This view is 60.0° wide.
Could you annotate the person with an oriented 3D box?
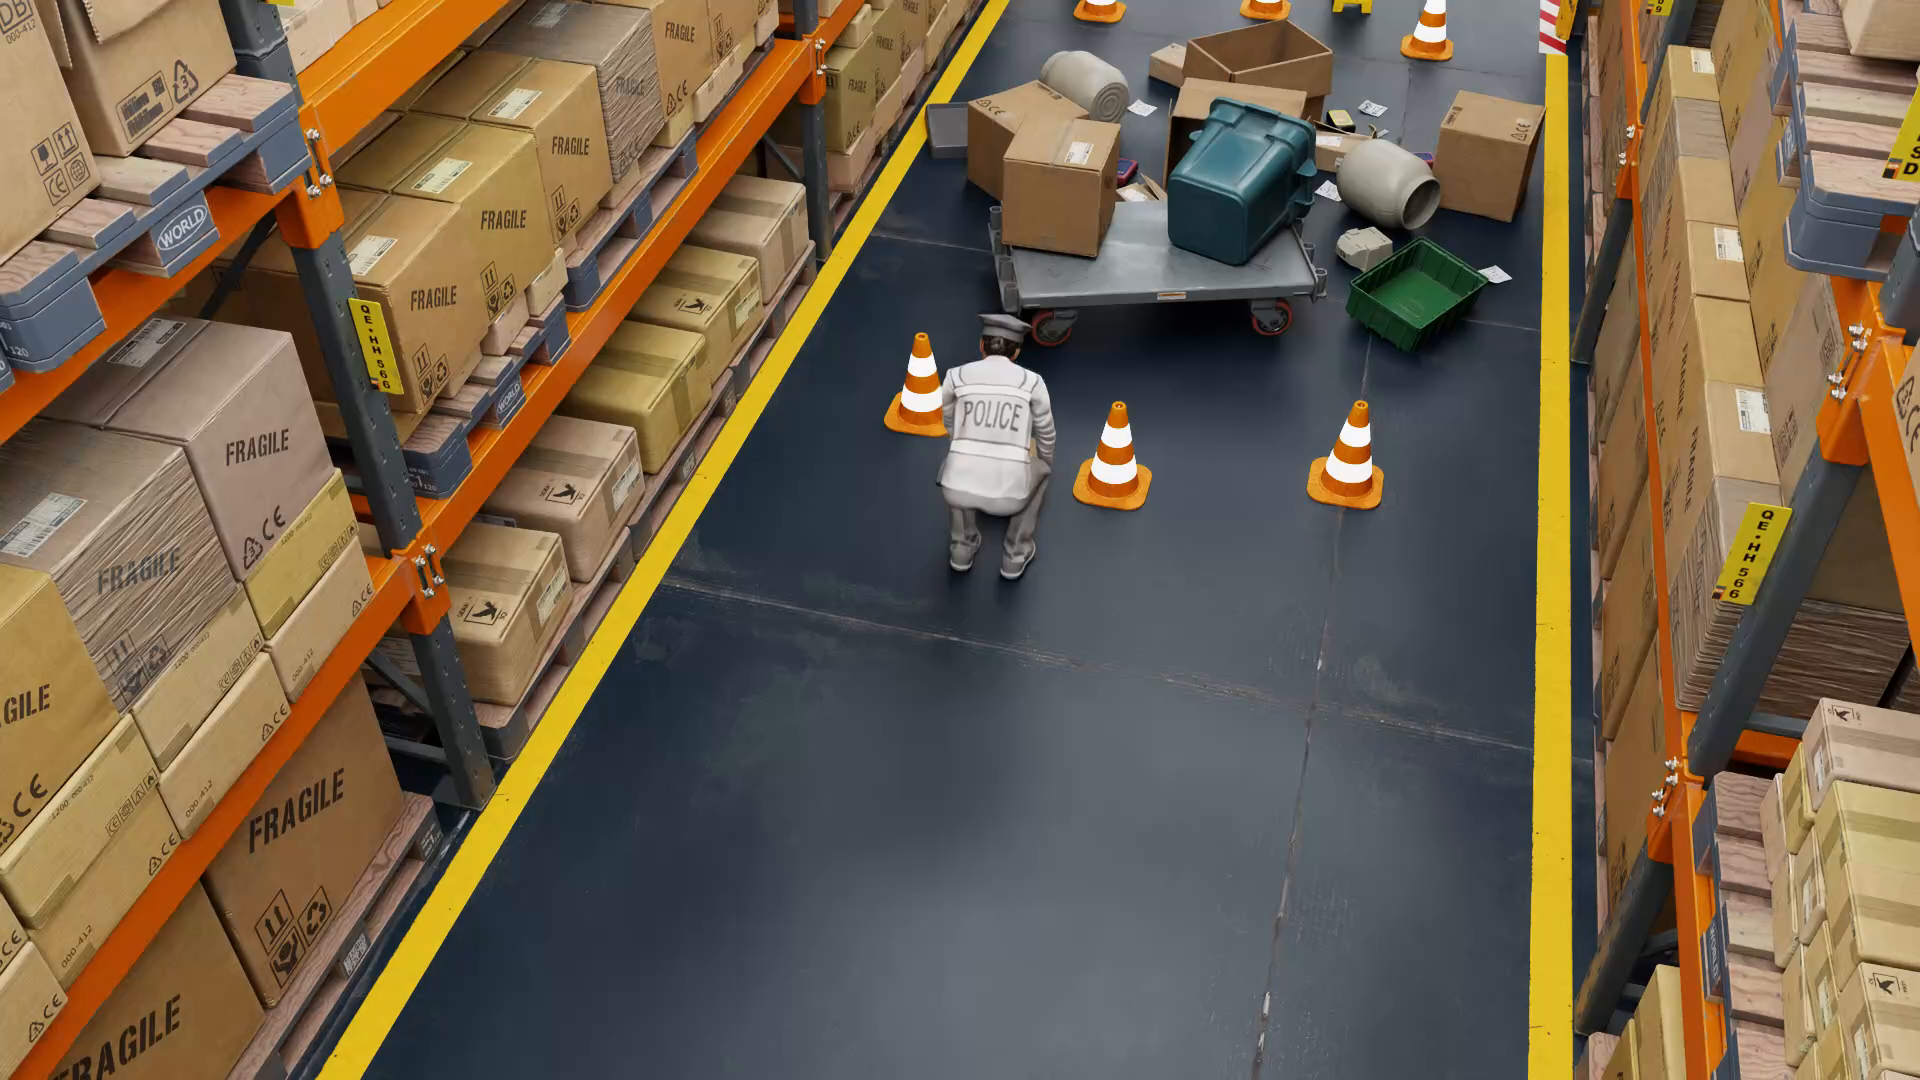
[{"bbox_3d":[0.132,-0.390,7.089,0.500,1.028,0.837,10,42,11],"label":"person"}]
